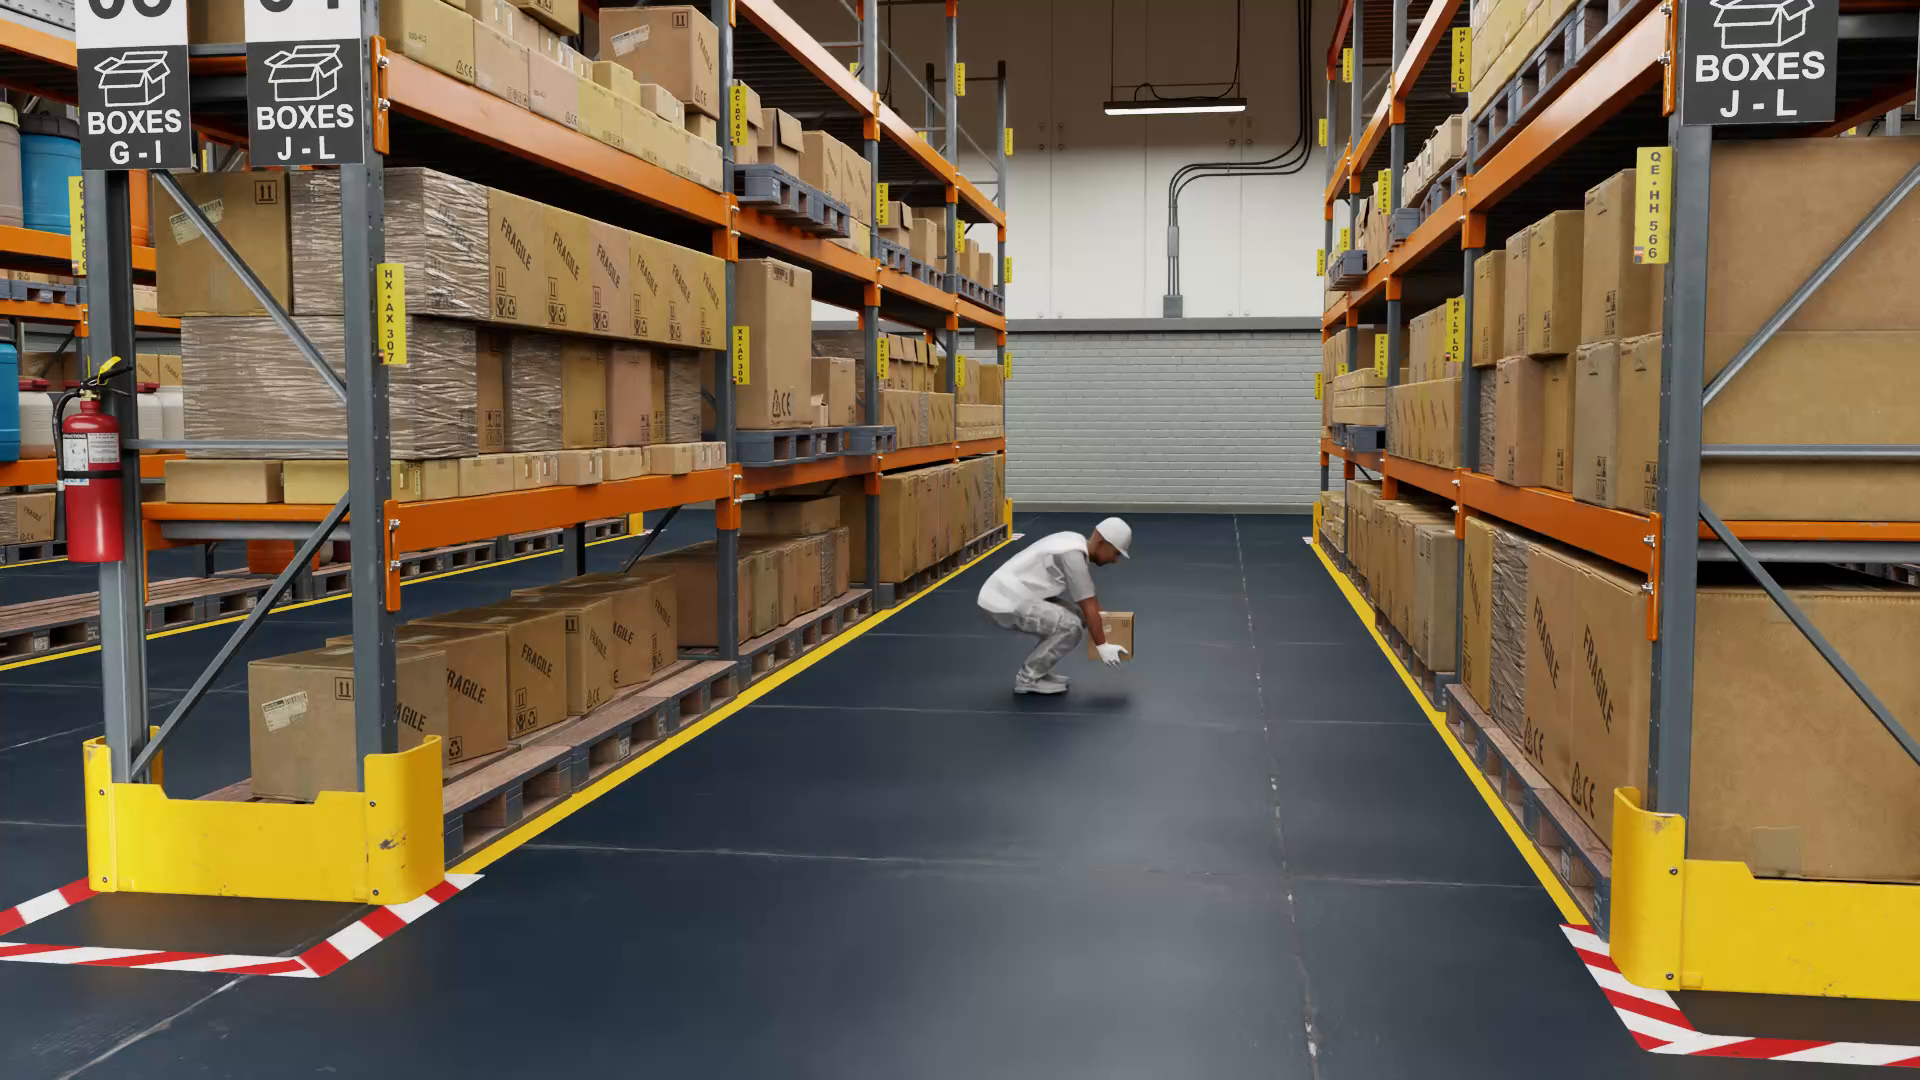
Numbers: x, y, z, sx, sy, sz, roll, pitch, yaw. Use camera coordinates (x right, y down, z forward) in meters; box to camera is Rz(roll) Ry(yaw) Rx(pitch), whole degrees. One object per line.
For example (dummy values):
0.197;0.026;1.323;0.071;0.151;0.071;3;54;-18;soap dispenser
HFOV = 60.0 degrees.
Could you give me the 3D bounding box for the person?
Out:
0.553;0.374;9.668;0.891;1.013;0.552;1;4;7;person
